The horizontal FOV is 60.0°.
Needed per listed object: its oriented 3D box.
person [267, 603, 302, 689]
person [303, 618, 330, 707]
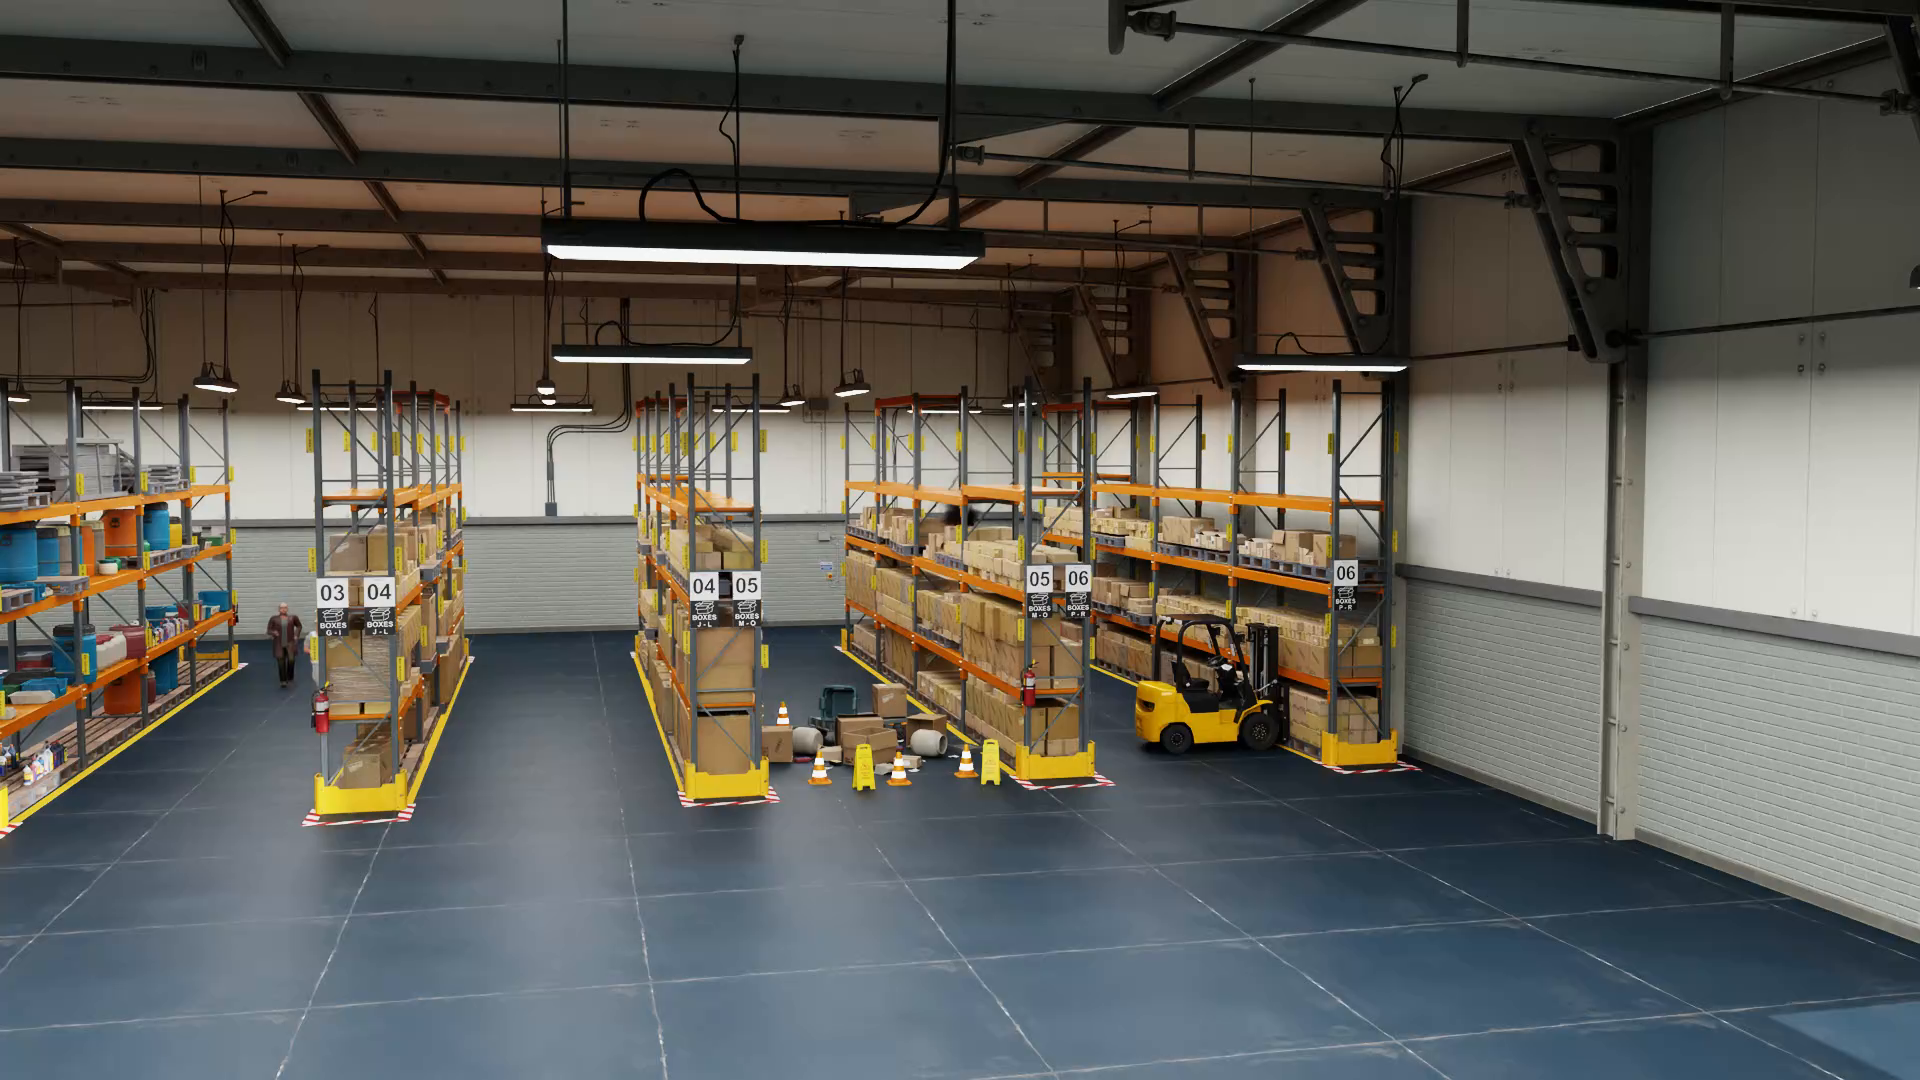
[{"bbox_3d":[-13.782,2.166,33.952,0.674,1.777,0.753,-1,4,-23],"label":"person"},{"bbox_3d":[-11.841,2.330,30.863,0.633,1.848,0.793,-1,3,-16],"label":"person"}]
